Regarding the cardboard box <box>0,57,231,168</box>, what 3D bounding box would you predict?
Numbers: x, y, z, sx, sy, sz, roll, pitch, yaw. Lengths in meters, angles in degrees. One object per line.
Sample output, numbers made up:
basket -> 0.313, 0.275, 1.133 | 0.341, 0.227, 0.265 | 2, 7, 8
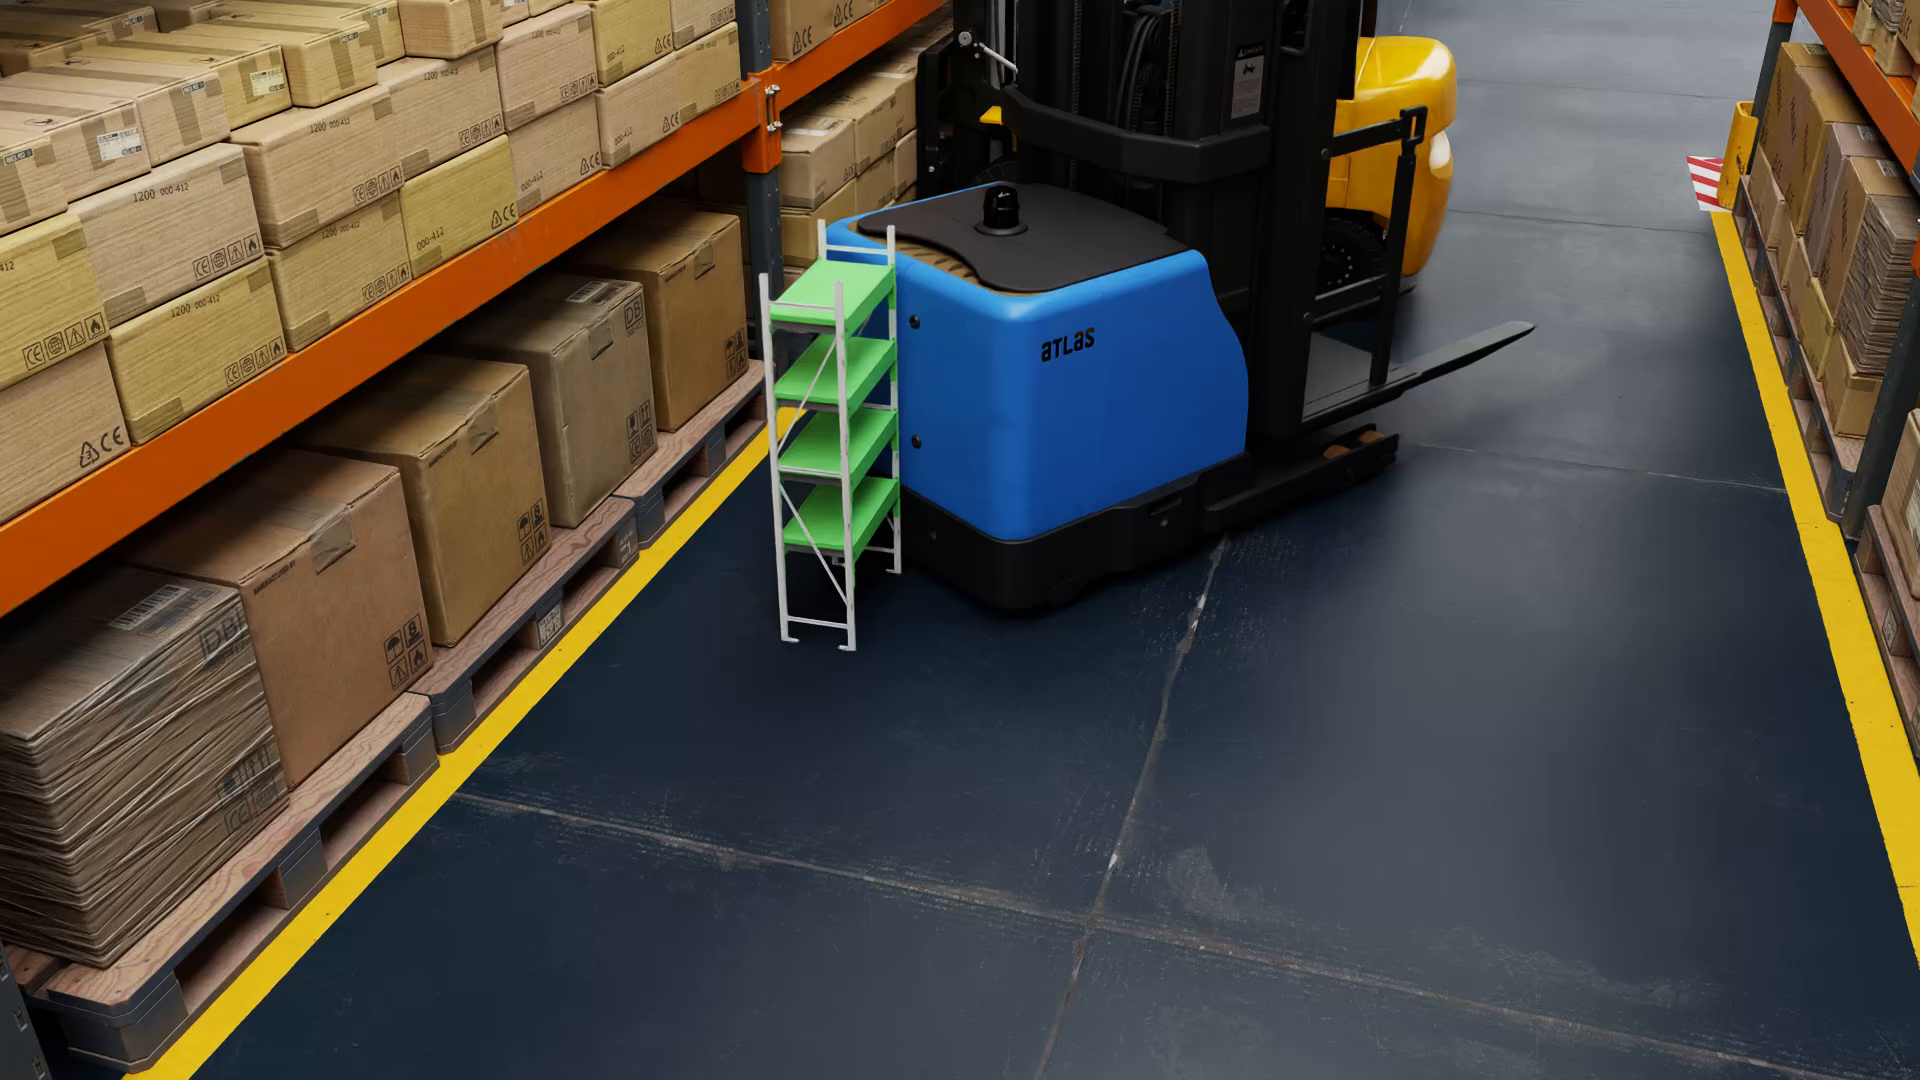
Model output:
cardboard box -> -1.802, -0.913, 3.536 | 0.380, 0.149, 0.250 | 9, 30, 15

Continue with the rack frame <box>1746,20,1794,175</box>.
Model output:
rack frame -> 4.724, -3.121, 8.274 | 1.000, 3.000, 0.127 | 8, 30, 15

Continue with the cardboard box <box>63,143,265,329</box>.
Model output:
cardboard box -> -1.858, -0.666, 3.502 | 0.500, 0.250, 0.500 | 9, 30, 16

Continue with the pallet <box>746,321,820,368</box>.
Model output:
pallet -> -0.923, -1.114, 7.534 | 1.003, 0.211, 1.213 | 8, 30, 15

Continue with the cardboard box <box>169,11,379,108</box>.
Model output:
cardboard box -> -1.626, -1.144, 3.951 | 0.380, 0.149, 0.250 | 9, 30, 16

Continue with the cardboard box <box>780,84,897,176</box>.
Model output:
cardboard box -> -0.594, -1.804, 7.274 | 0.500, 0.250, 0.500 | 9, 30, 15

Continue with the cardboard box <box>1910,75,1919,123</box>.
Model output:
cardboard box -> 3.420, -1.462, 5.551 | 0.380, 0.149, 0.250 | 9, 30, 16

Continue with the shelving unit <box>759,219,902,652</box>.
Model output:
shelving unit -> -0.376, -0.313, 5.078 | 0.258, 1.200, 0.503 | 7, 30, 13

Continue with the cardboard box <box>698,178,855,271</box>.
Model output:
cardboard box -> -0.759, -1.350, 6.973 | 0.500, 0.250, 0.500 | 8, 30, 15

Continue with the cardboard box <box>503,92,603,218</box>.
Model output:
cardboard box -> -1.411, -1.171, 4.923 | 0.500, 0.250, 0.500 | 9, 30, 15

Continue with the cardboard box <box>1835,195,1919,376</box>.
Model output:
cardboard box -> 3.467, -0.885, 5.880 | 0.500, 0.500, 0.500 | 8, 30, 14

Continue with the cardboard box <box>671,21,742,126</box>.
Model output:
cardboard box -> -1.094, -1.631, 5.751 | 0.500, 0.250, 0.500 | 9, 30, 16

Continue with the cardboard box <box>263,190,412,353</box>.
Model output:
cardboard box -> -1.709, -0.689, 4.057 | 0.500, 0.250, 0.500 | 8, 30, 13

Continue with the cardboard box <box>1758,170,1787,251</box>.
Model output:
cardboard box -> 4.066, -1.531, 7.813 | 0.500, 0.250, 0.500 | 10, 30, 17

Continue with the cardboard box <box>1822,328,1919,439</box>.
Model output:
cardboard box -> 3.467, -0.557, 6.062 | 0.500, 0.250, 0.500 | 10, 31, 17

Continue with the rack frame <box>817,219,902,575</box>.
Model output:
rack frame -> -0.313, -0.427, 5.284 | 0.240, 1.200, 0.015 | 7, 30, 13

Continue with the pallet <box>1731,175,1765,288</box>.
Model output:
pallet -> 4.430, -1.494, 8.219 | 1.003, 0.211, 1.213 | 8, 30, 15

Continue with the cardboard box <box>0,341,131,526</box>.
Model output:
cardboard box -> -2.006, -0.215, 3.206 | 0.500, 0.250, 0.500 | 9, 30, 15

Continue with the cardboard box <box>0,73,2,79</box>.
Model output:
cardboard box -> -2.358, -0.990, 3.674 | 0.380, 0.149, 0.250 | 8, 30, 14

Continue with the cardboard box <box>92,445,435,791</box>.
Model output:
cardboard box -> -1.990, 0.152, 4.402 | 0.875, 0.625, 0.625 | 9, 30, 17

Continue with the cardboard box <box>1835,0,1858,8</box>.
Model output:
cardboard box -> 4.048, -2.415, 7.264 | 0.380, 0.149, 0.250 | 9, 30, 16

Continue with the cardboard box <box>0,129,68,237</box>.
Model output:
cardboard box -> -1.918, -0.667, 3.093 | 0.380, 0.149, 0.250 | 9, 30, 16

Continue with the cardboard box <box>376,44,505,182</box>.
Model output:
cardboard box -> -1.562, -1.148, 4.368 | 0.500, 0.250, 0.500 | 9, 30, 16

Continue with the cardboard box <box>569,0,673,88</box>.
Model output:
cardboard box -> -1.240, -1.617, 5.210 | 0.500, 0.250, 0.500 | 8, 30, 14

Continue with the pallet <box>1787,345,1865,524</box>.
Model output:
pallet -> 3.713, -0.360, 6.181 | 1.003, 0.211, 1.213 | 8, 30, 15

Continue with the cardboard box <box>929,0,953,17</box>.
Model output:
cardboard box -> -0.003, -2.750, 8.975 | 0.500, 0.250, 0.500 | 9, 30, 16

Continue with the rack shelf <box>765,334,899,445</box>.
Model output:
rack shelf -> -0.376, -0.467, 4.992 | 0.258, 0.148, 0.480 | 7, 30, 13

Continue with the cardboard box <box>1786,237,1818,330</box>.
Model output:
cardboard box -> 3.767, -1.041, 6.933 | 0.500, 0.250, 0.500 | 9, 30, 16

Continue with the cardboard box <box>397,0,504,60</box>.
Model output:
cardboard box -> -1.435, -1.373, 4.362 | 0.380, 0.149, 0.250 | 8, 30, 14

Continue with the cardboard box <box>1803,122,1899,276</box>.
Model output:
cardboard box -> 3.763, -1.359, 6.732 | 0.500, 0.500, 0.500 | 10, 31, 18

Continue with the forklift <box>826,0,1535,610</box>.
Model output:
forklift -> 0.997, -1.639, 5.681 | 3.031, 2.935, 1.130 | -21, 36, -33

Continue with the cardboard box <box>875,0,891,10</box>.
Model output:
cardboard box -> -0.532, -2.661, 7.345 | 0.500, 0.500, 0.500 | 8, 30, 14

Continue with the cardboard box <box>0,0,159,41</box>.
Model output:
cardboard box -> -2.214, -1.228, 4.102 | 0.380, 0.149, 0.250 | 8, 30, 14

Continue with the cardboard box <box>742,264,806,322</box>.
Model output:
cardboard box -> -0.738, -1.128, 7.088 | 0.500, 0.250, 0.500 | 9, 30, 15

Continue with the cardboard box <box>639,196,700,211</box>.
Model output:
cardboard box -> -1.249, -1.424, 7.107 | 0.500, 0.250, 0.500 | 8, 30, 14

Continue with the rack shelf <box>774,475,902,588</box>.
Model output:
rack shelf -> -0.376, -0.047, 5.225 | 0.258, 0.148, 0.480 | 7, 30, 13

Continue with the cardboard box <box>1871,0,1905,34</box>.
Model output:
cardboard box -> 3.735, -2.160, 6.138 | 0.500, 0.500, 0.500 | 9, 30, 16

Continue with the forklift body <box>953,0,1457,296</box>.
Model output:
forklift body -> 1.165, -2.315, 7.699 | 2.313, 2.155, 1.214 | 8, 30, 15

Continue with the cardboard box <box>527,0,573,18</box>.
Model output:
cardboard box -> -1.352, -1.622, 4.811 | 0.380, 0.149, 0.250 | 8, 30, 14

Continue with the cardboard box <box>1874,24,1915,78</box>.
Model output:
cardboard box -> 3.648, -1.818, 6.190 | 0.380, 0.149, 0.250 | 8, 30, 14

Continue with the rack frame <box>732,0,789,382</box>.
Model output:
rack frame -> -1.196, -1.968, 6.203 | 1.000, 3.000, 0.127 | 8, 30, 15

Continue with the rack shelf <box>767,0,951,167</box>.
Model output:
rack shelf -> -0.609, -2.584, 8.049 | 1.077, 0.370, 4.000 | 8, 30, 15

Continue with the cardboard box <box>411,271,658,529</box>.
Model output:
cardboard box -> -1.574, -0.511, 5.593 | 0.875, 0.625, 0.625 | 8, 30, 14

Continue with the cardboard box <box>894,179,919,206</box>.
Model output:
cardboard box -> -0.467, -1.607, 7.950 | 0.500, 0.250, 0.500 | 9, 30, 16

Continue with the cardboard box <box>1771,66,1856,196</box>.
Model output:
cardboard box -> 4.067, -1.840, 7.598 | 0.500, 0.500, 0.500 | 7, 30, 13

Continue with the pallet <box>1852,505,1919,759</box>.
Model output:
pallet -> 3.323, 0.319, 4.960 | 1.003, 0.211, 1.213 | 8, 30, 15

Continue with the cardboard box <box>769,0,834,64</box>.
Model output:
cardboard box -> -0.816, -2.181, 6.482 | 0.500, 0.500, 0.500 | 8, 30, 13

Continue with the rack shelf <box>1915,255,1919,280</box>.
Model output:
rack shelf -> 2.963, -0.018, 3.437 | 1.077, 0.370, 4.000 | 8, 30, 15

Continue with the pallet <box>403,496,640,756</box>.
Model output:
pallet -> -1.731, 0.167, 5.233 | 1.003, 0.211, 1.213 | 8, 30, 15

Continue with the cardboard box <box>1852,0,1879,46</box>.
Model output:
cardboard box -> 3.793, -2.057, 6.620 | 0.380, 0.149, 0.250 | 9, 30, 15

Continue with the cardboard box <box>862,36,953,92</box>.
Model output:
cardboard box -> -0.298, -2.279, 8.130 | 0.500, 0.250, 0.500 | 8, 30, 14

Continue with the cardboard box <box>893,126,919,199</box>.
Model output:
cardboard box -> -0.454, -1.816, 7.811 | 0.500, 0.250, 0.500 | 8, 30, 14
